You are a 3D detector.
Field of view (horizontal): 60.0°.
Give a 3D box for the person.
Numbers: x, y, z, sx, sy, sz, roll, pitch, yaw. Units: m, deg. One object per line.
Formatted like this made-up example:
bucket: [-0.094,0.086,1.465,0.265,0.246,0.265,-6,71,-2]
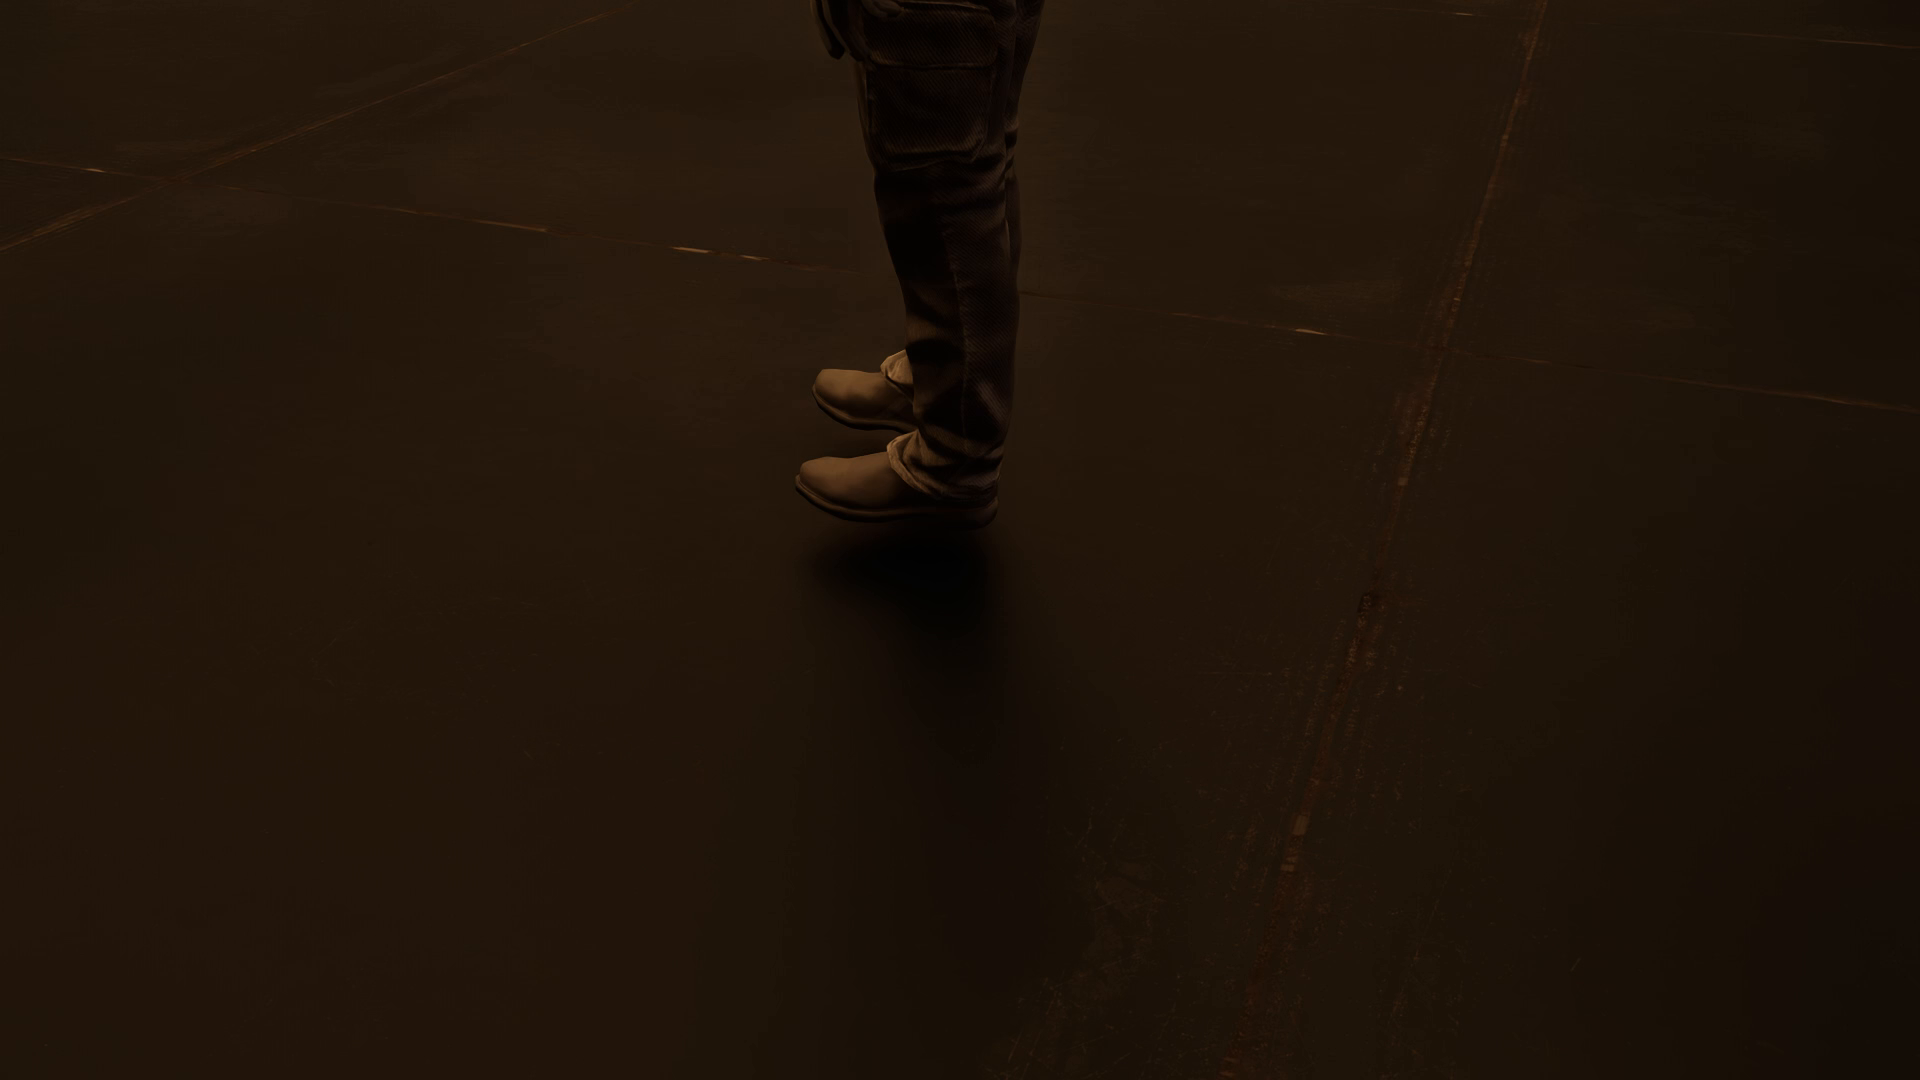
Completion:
person: [-0.065,-0.834,2.066,0.575,1.784,0.657,10,31,18]
